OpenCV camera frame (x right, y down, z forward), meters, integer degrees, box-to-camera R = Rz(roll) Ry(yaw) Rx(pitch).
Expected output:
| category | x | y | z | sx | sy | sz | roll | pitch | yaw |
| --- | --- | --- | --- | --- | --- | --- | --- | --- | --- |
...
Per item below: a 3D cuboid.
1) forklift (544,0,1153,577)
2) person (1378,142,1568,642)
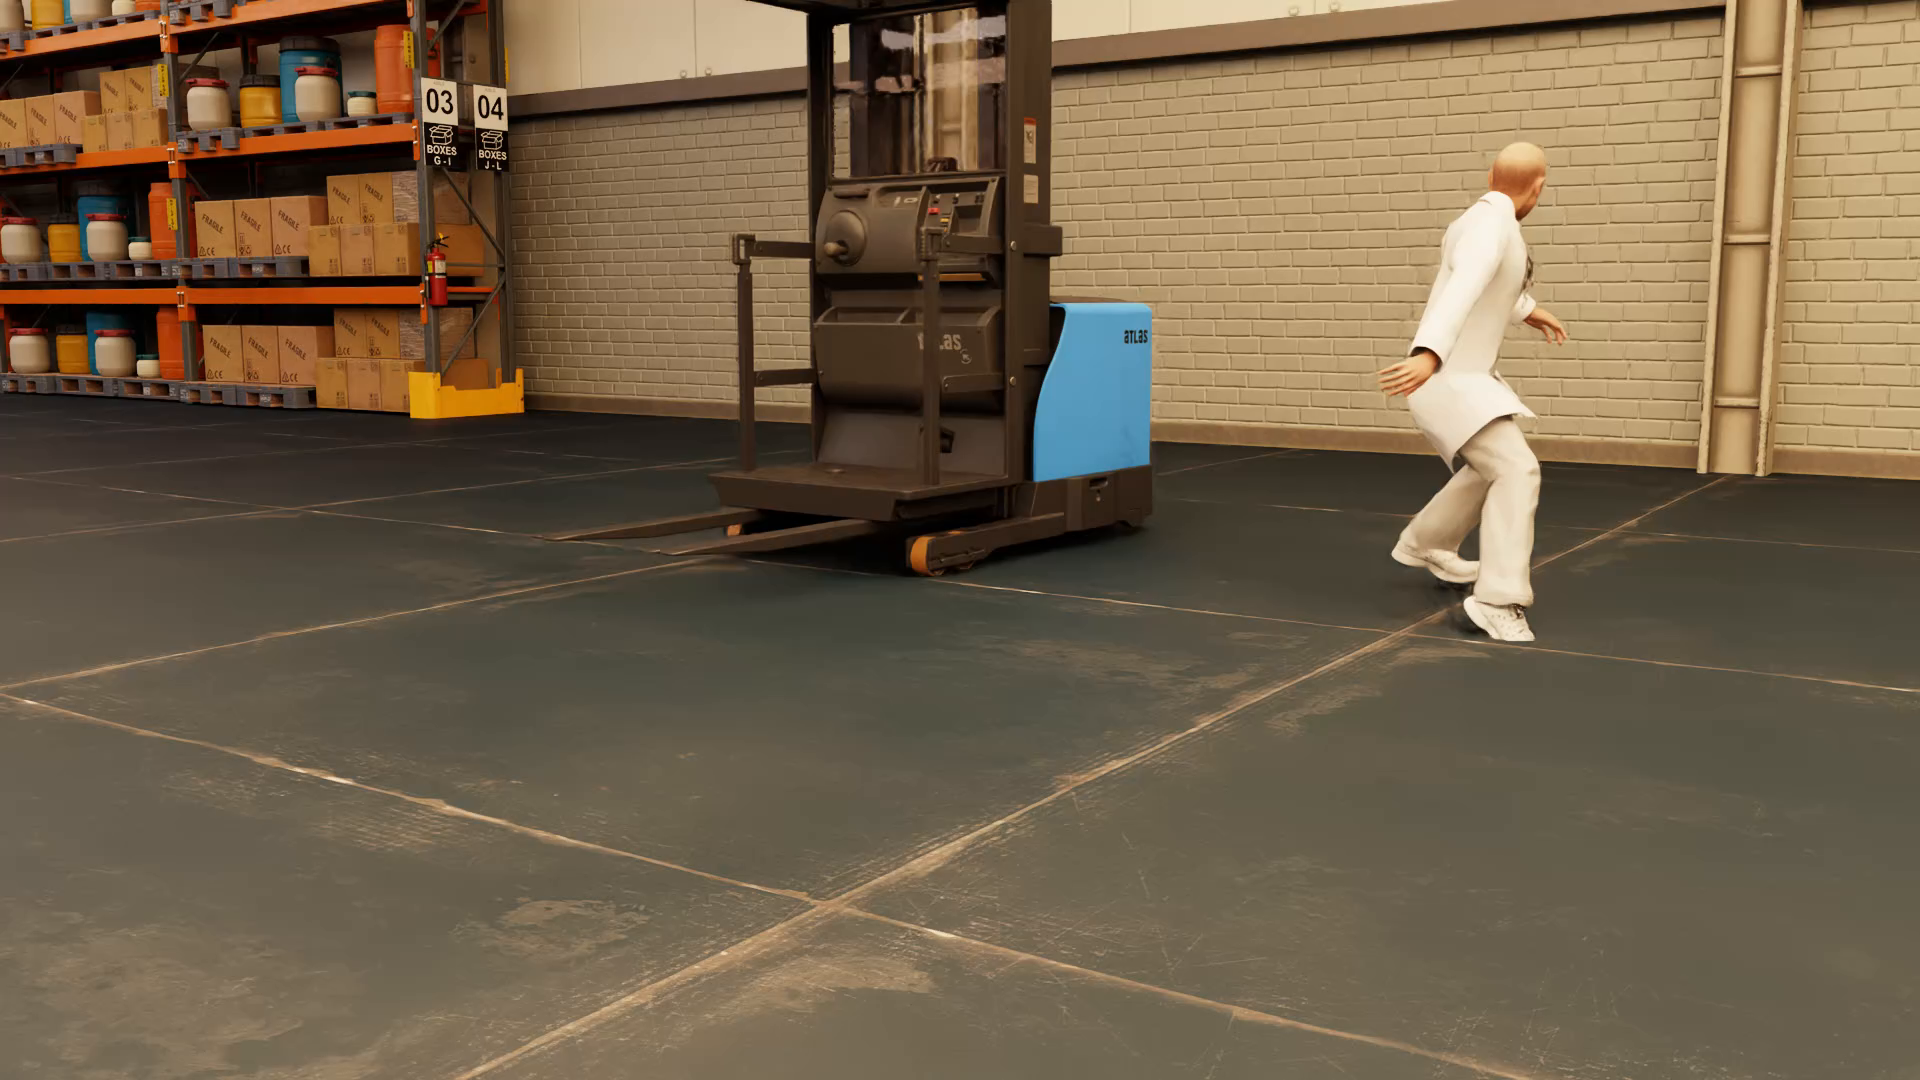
| category | x | y | z | sx | sy | sz | roll | pitch | yaw |
| --- | --- | --- | --- | --- | --- | --- | --- | --- | --- |
| forklift | -0.356 | -1.381 | 6.905 | 1.130 | 2.935 | 3.031 | 6 | 10 | 36 |
| person | 1.785 | -0.484 | 5.737 | 0.602 | 1.741 | 1.143 | 3 | 9 | 18 |
